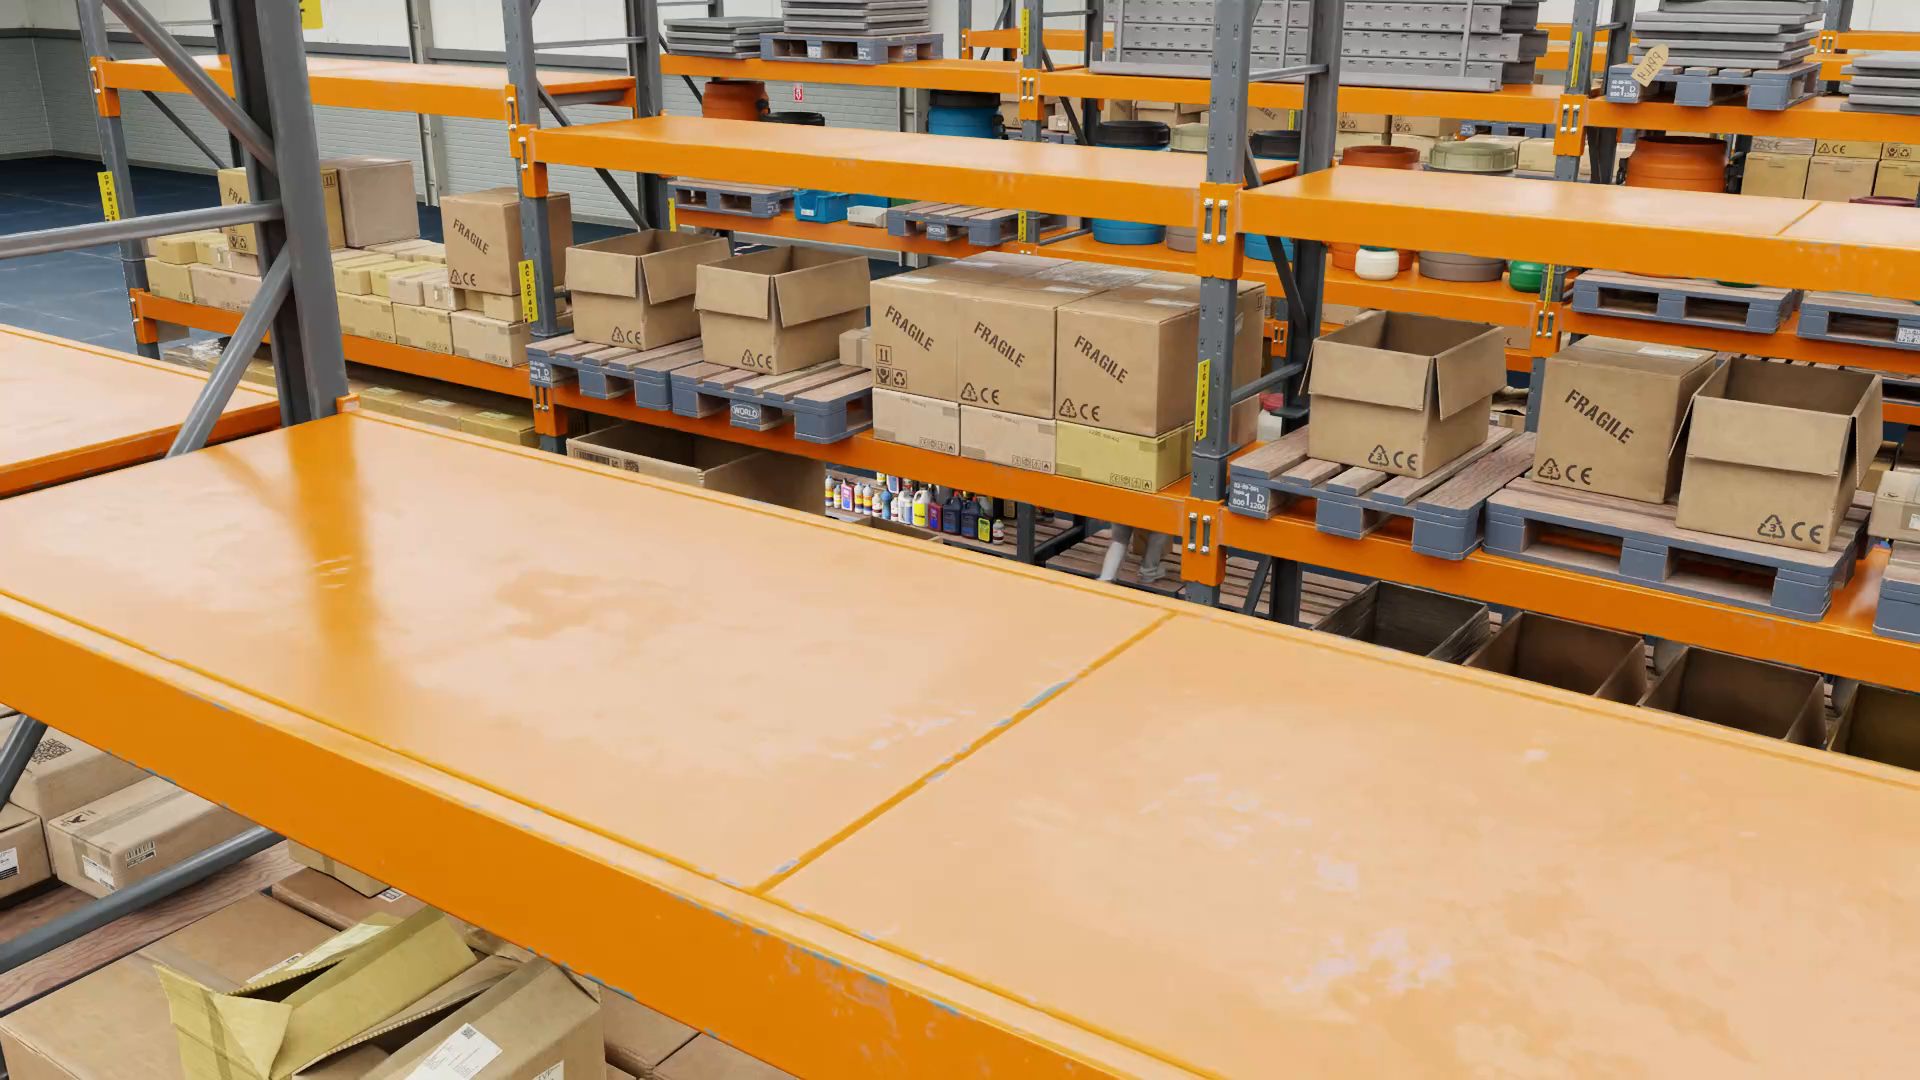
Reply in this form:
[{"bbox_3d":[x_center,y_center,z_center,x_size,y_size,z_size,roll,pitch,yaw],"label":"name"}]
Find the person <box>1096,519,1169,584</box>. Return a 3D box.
[{"bbox_3d":[1.383,-0.293,12.985,0.617,1.706,0.734,11,23,28],"label":"person"}]
